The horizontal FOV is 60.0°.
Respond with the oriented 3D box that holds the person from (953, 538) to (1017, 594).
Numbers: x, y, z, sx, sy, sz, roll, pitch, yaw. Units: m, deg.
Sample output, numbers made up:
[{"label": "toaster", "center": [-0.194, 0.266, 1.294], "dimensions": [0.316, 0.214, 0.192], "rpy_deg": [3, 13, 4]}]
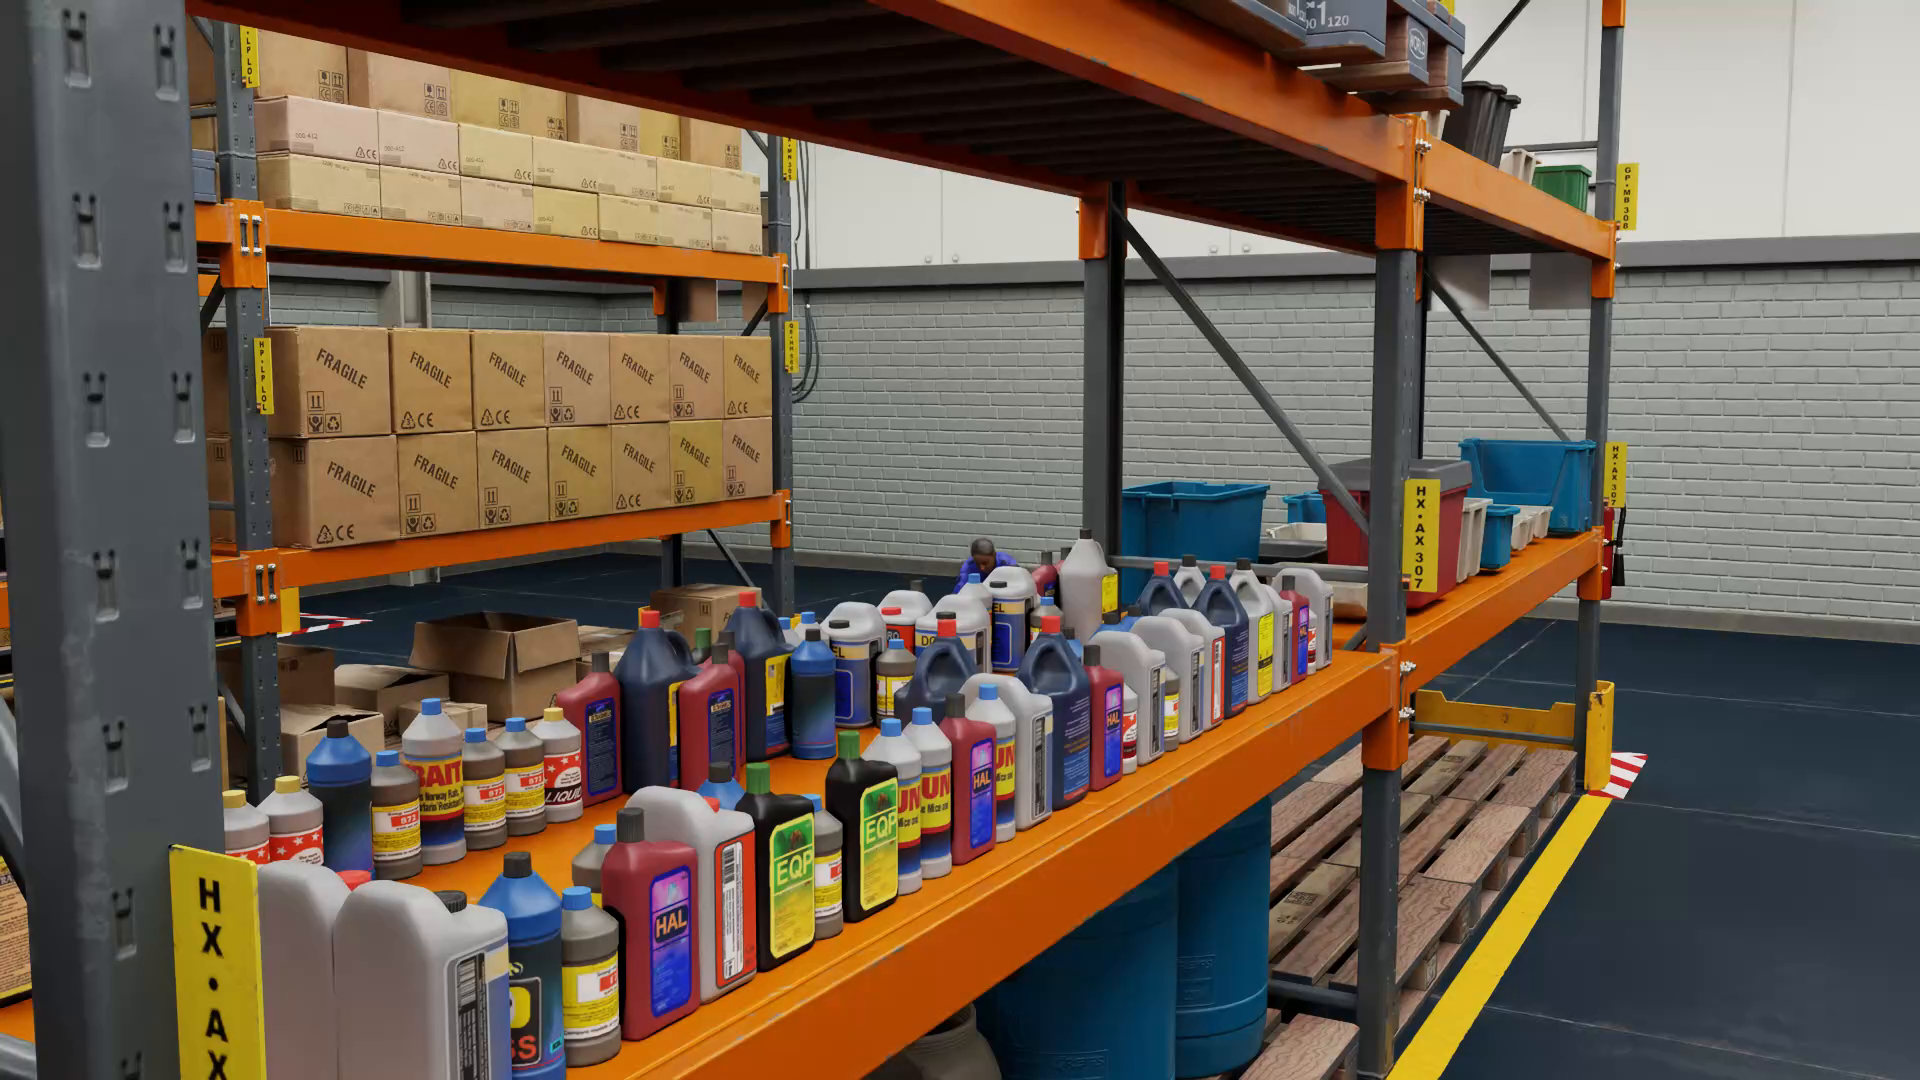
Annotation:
[{"label": "person", "center": [0.205, 0.430, 11.834], "dimensions": [0.469, 0.938, 0.827], "rpy_deg": [3, 7, 28]}]
